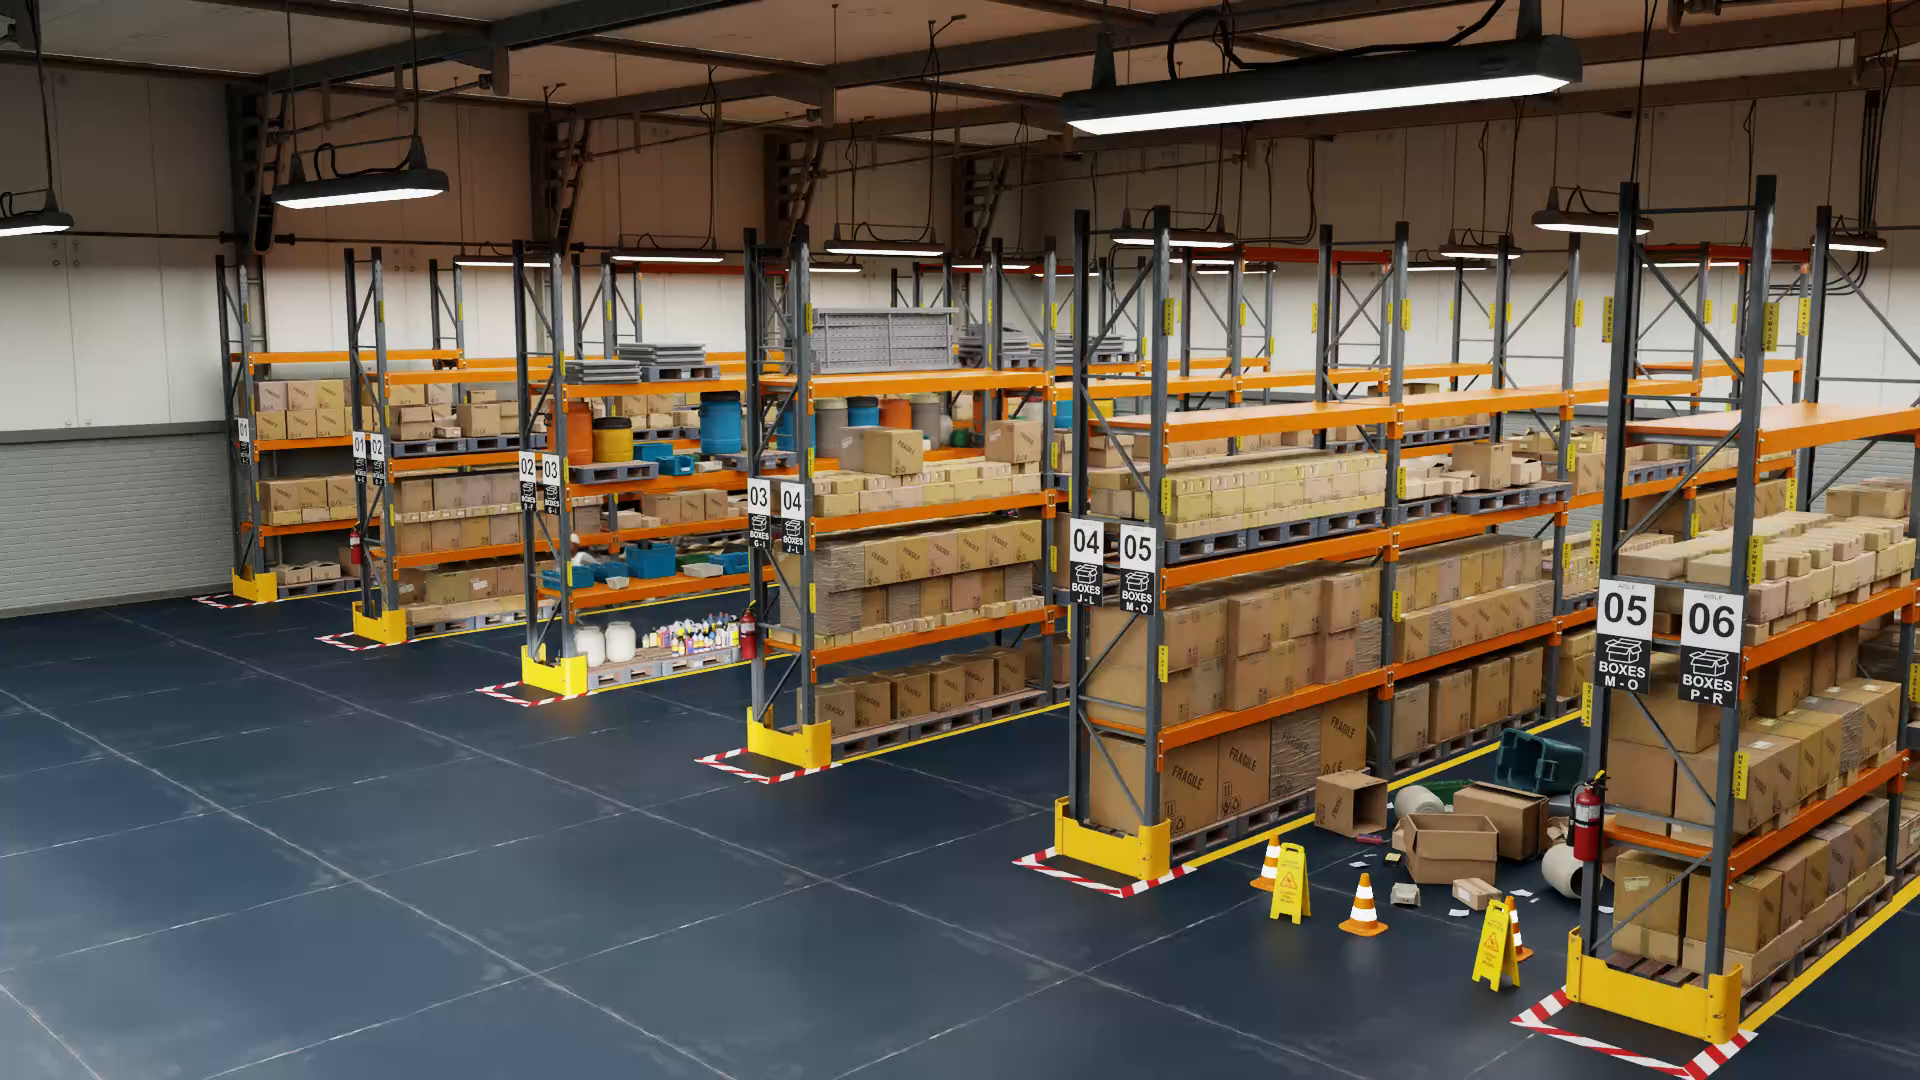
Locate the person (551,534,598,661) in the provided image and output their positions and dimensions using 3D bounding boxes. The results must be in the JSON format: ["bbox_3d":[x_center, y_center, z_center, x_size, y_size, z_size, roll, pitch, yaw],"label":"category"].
[{"bbox_3d":[-5.696,0.803,24.398,0.676,1.797,0.896,4,9,28],"label":"person"}]

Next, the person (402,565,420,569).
[{"bbox_3d":[-9.266,0.360,27.879,0.643,1.810,0.676,7,11,41],"label":"person"}]

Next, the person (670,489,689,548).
[{"bbox_3d":[-5.495,-0.237,32.797,0.538,1.557,0.549,5,9,31],"label":"person"}]
